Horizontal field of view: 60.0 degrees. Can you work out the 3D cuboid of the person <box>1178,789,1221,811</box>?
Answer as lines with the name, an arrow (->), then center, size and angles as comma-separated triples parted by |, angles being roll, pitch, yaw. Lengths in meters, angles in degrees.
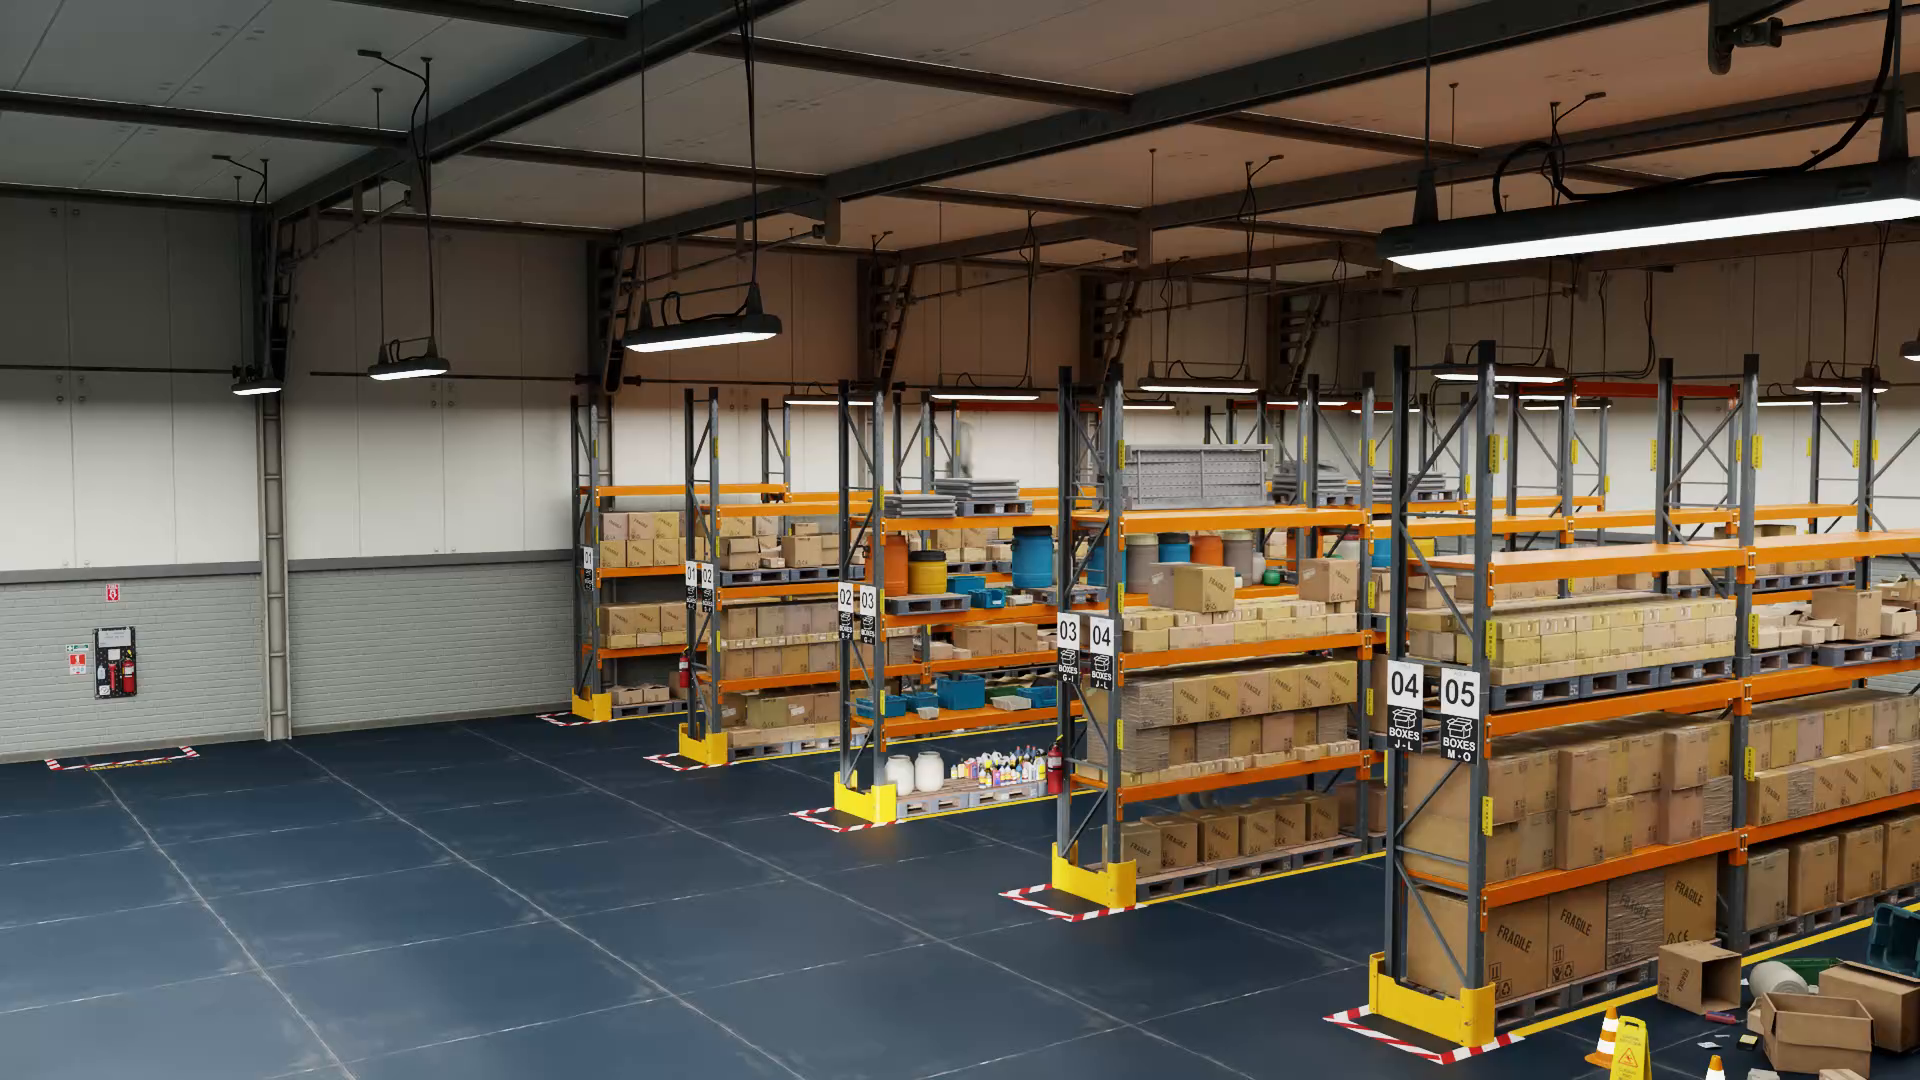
person -> 3.224, 3.085, 21.686 | 0.820, 1.639, 0.580 | -1, 4, -23

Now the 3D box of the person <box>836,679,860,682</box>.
person -> -2.016, 2.429, 31.187 | 1.064, 1.771, 0.698 | -3, 4, -38
